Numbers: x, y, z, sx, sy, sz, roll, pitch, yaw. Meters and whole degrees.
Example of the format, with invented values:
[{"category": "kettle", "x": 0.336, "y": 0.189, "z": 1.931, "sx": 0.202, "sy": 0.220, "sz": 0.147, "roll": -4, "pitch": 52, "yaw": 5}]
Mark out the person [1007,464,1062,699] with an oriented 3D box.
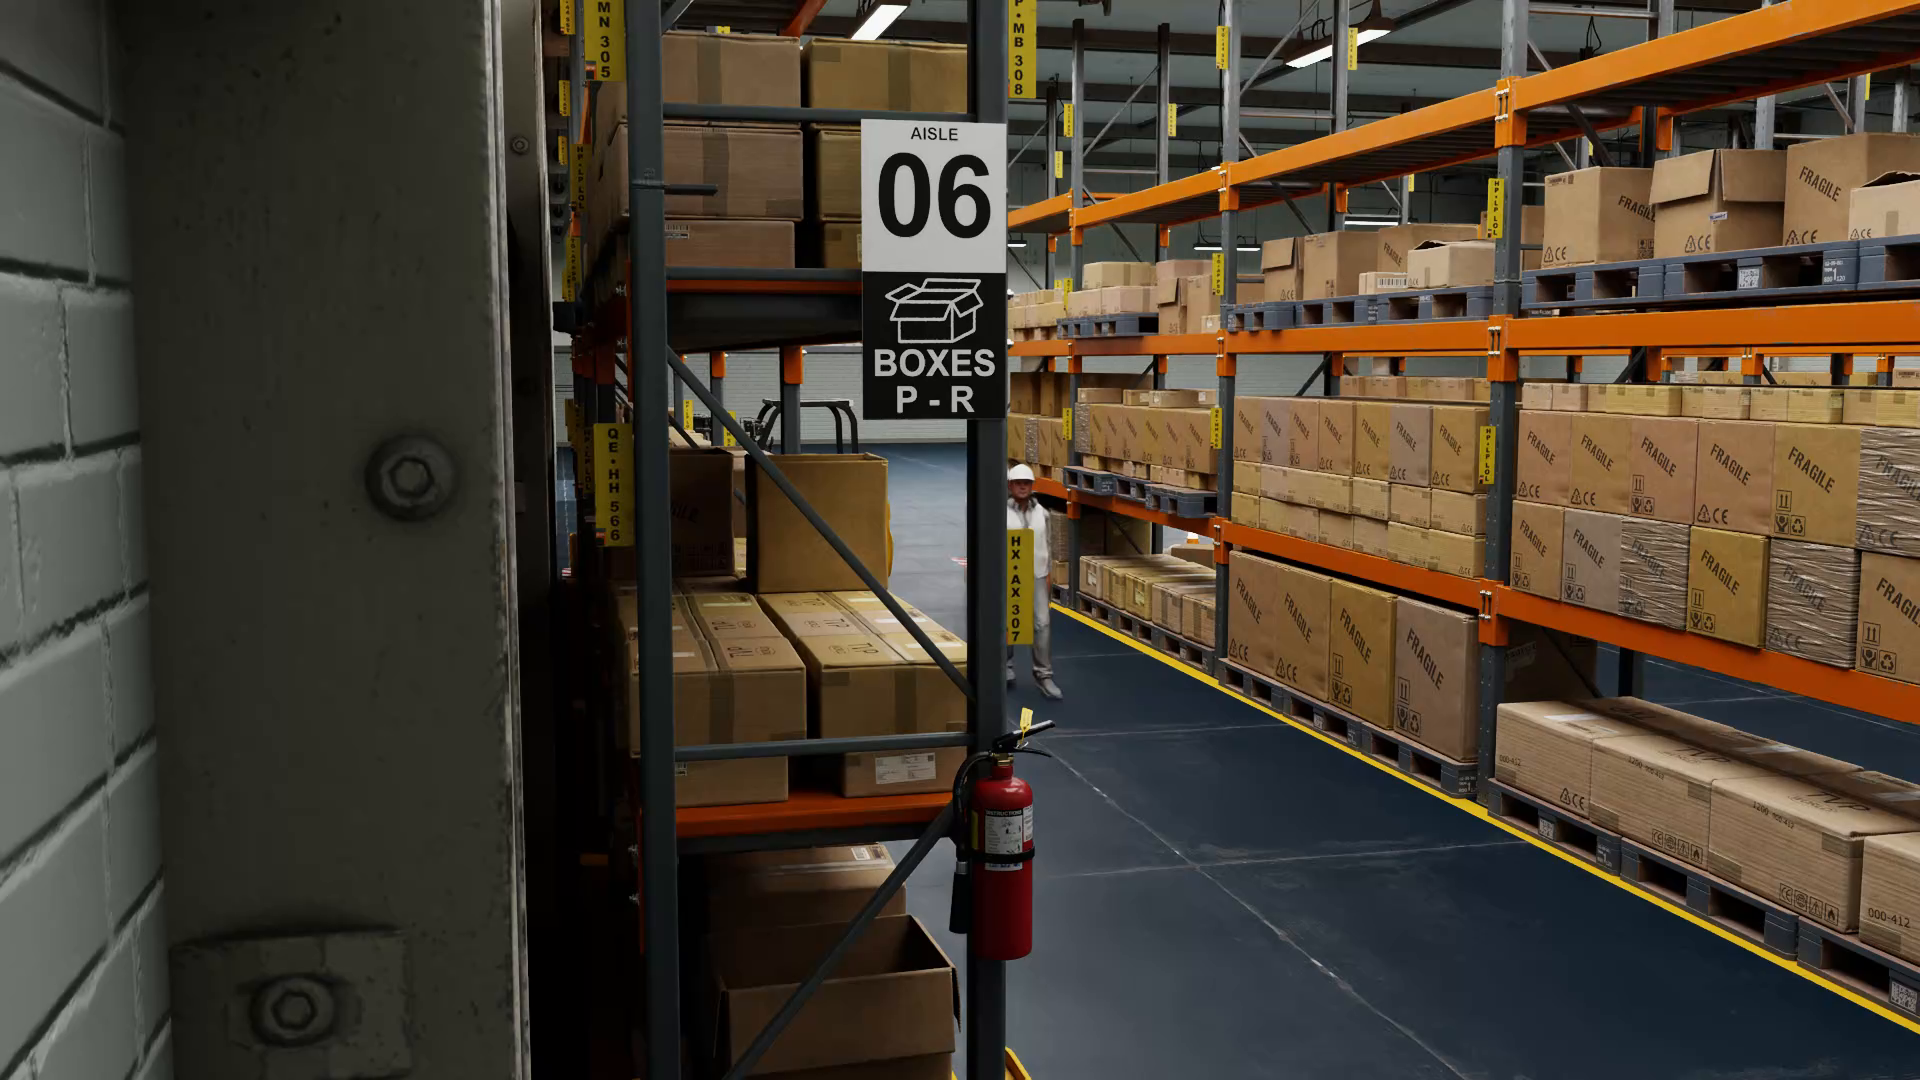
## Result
[{"category": "person", "x": 0.487, "y": 0.297, "z": 12.992, "sx": 0.572, "sy": 1.764, "sz": 0.877, "roll": -1, "pitch": 6, "yaw": -11}]
